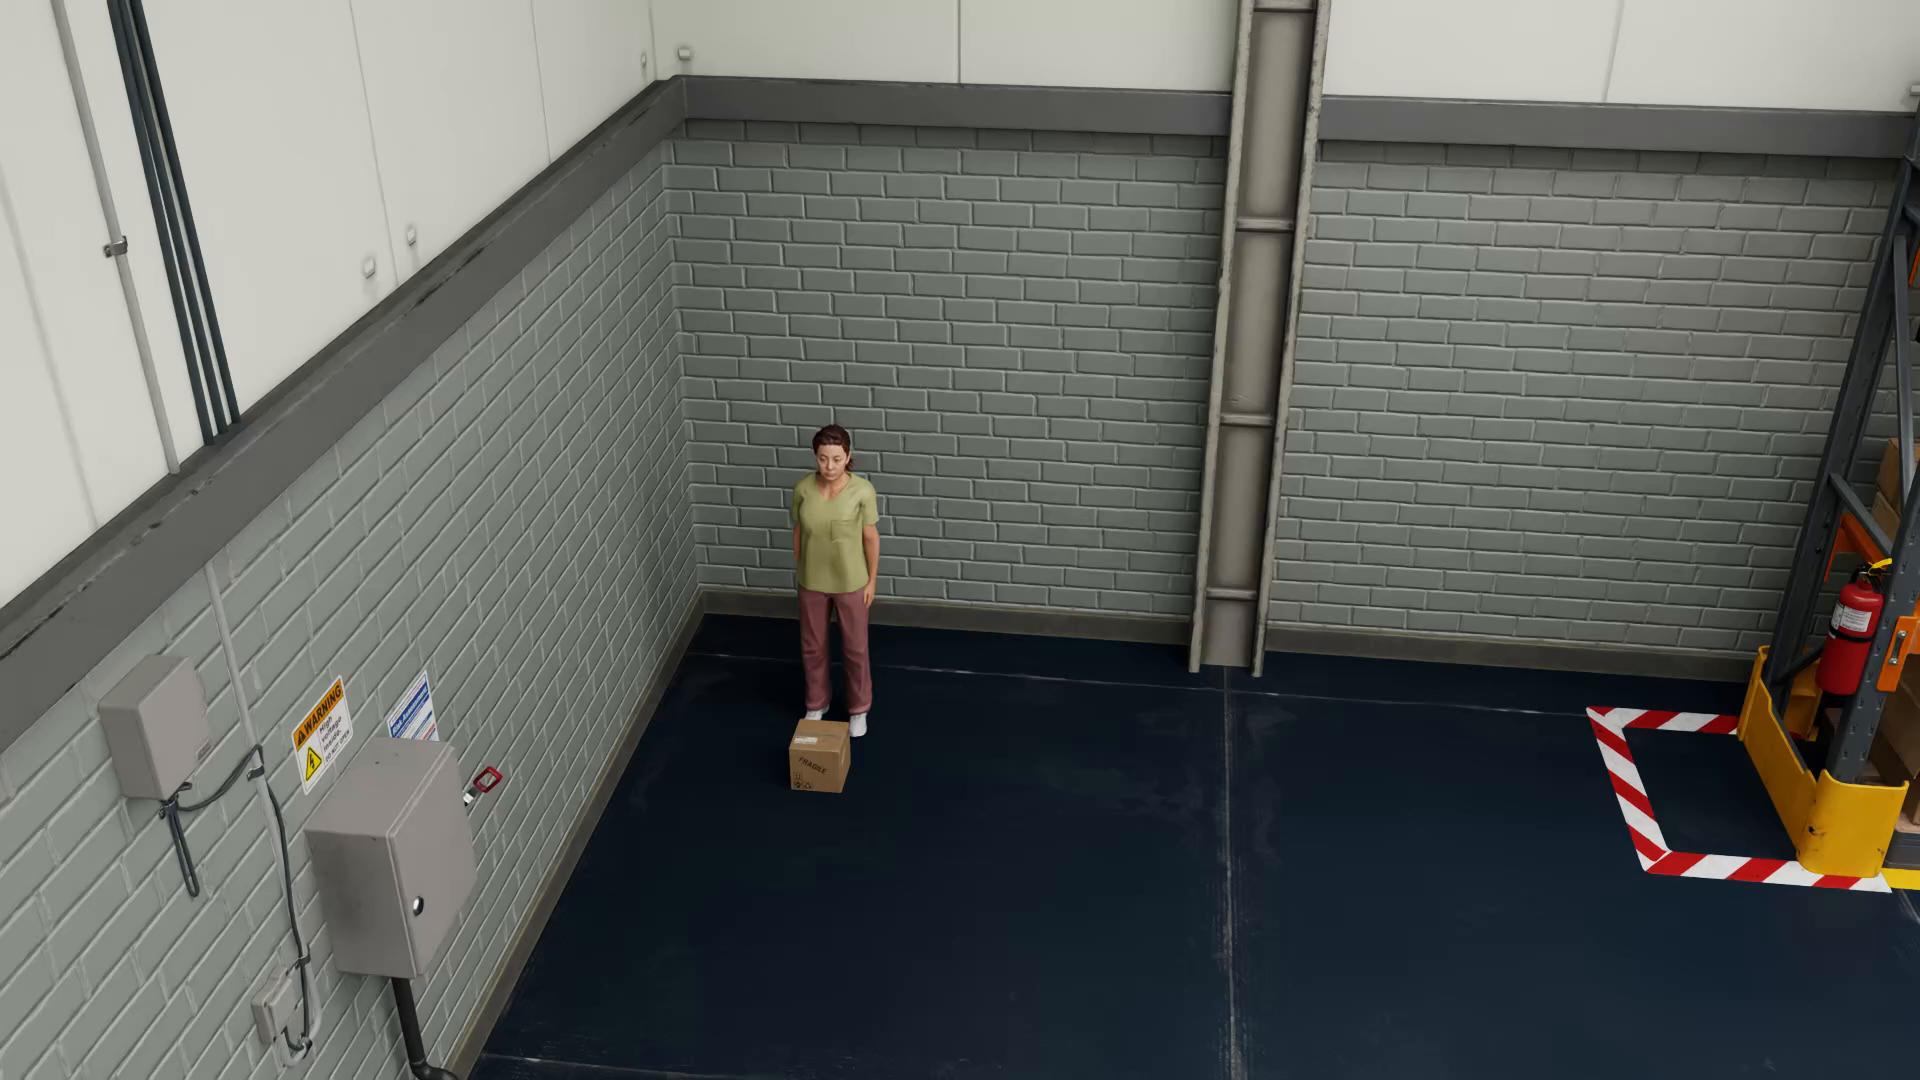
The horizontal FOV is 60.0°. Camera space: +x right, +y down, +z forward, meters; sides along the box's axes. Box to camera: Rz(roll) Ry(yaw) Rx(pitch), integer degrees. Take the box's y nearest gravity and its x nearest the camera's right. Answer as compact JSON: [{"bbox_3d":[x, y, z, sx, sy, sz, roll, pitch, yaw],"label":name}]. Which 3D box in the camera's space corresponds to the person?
[{"bbox_3d":[-0.615,0.206,8.258,0.440,1.671,0.355,4,29,7],"label":"person"}]
